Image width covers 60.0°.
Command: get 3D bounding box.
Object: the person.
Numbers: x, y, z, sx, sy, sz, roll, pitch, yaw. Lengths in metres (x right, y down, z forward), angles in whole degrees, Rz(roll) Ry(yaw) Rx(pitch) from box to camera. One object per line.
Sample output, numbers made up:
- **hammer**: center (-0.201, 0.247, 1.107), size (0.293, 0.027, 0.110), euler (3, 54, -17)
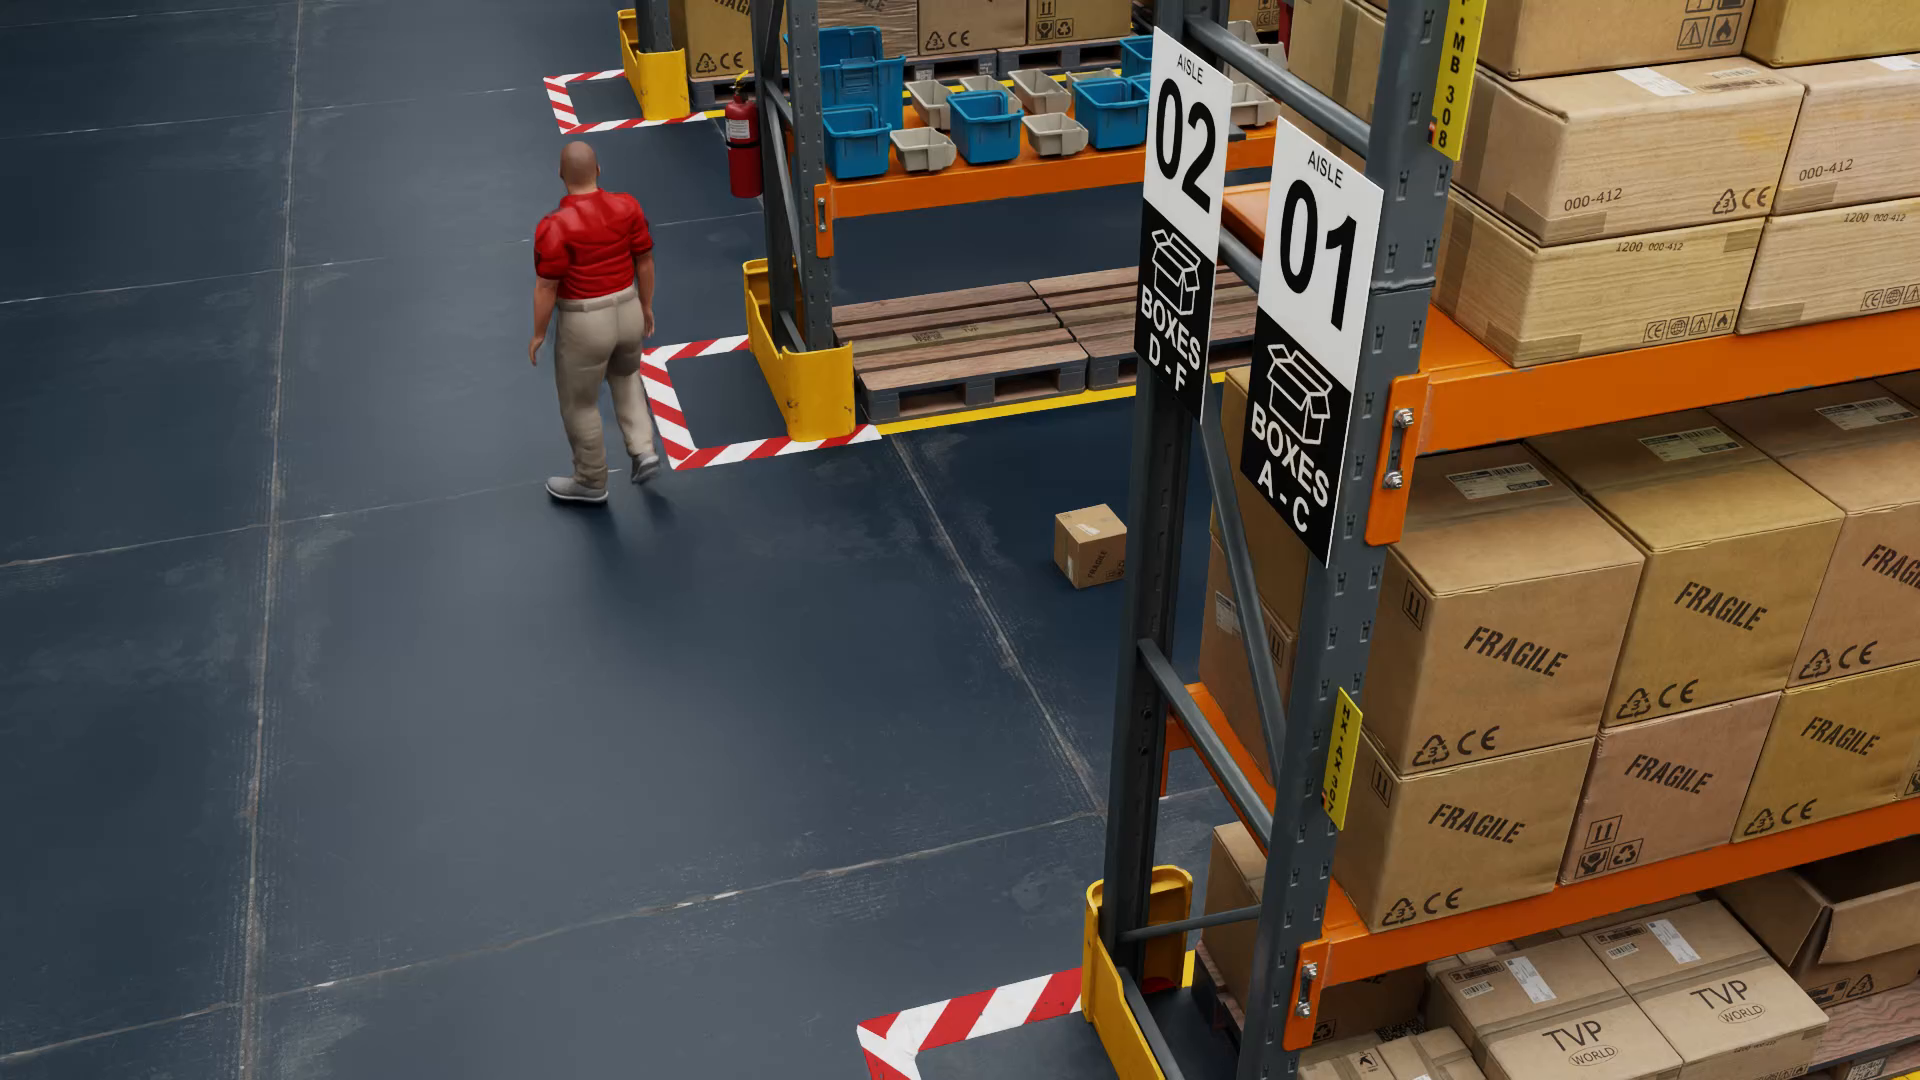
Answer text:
- **person**: center (-1.648, -0.972, 7.579), size (0.490, 1.731, 0.590), euler (26, 42, 34)
